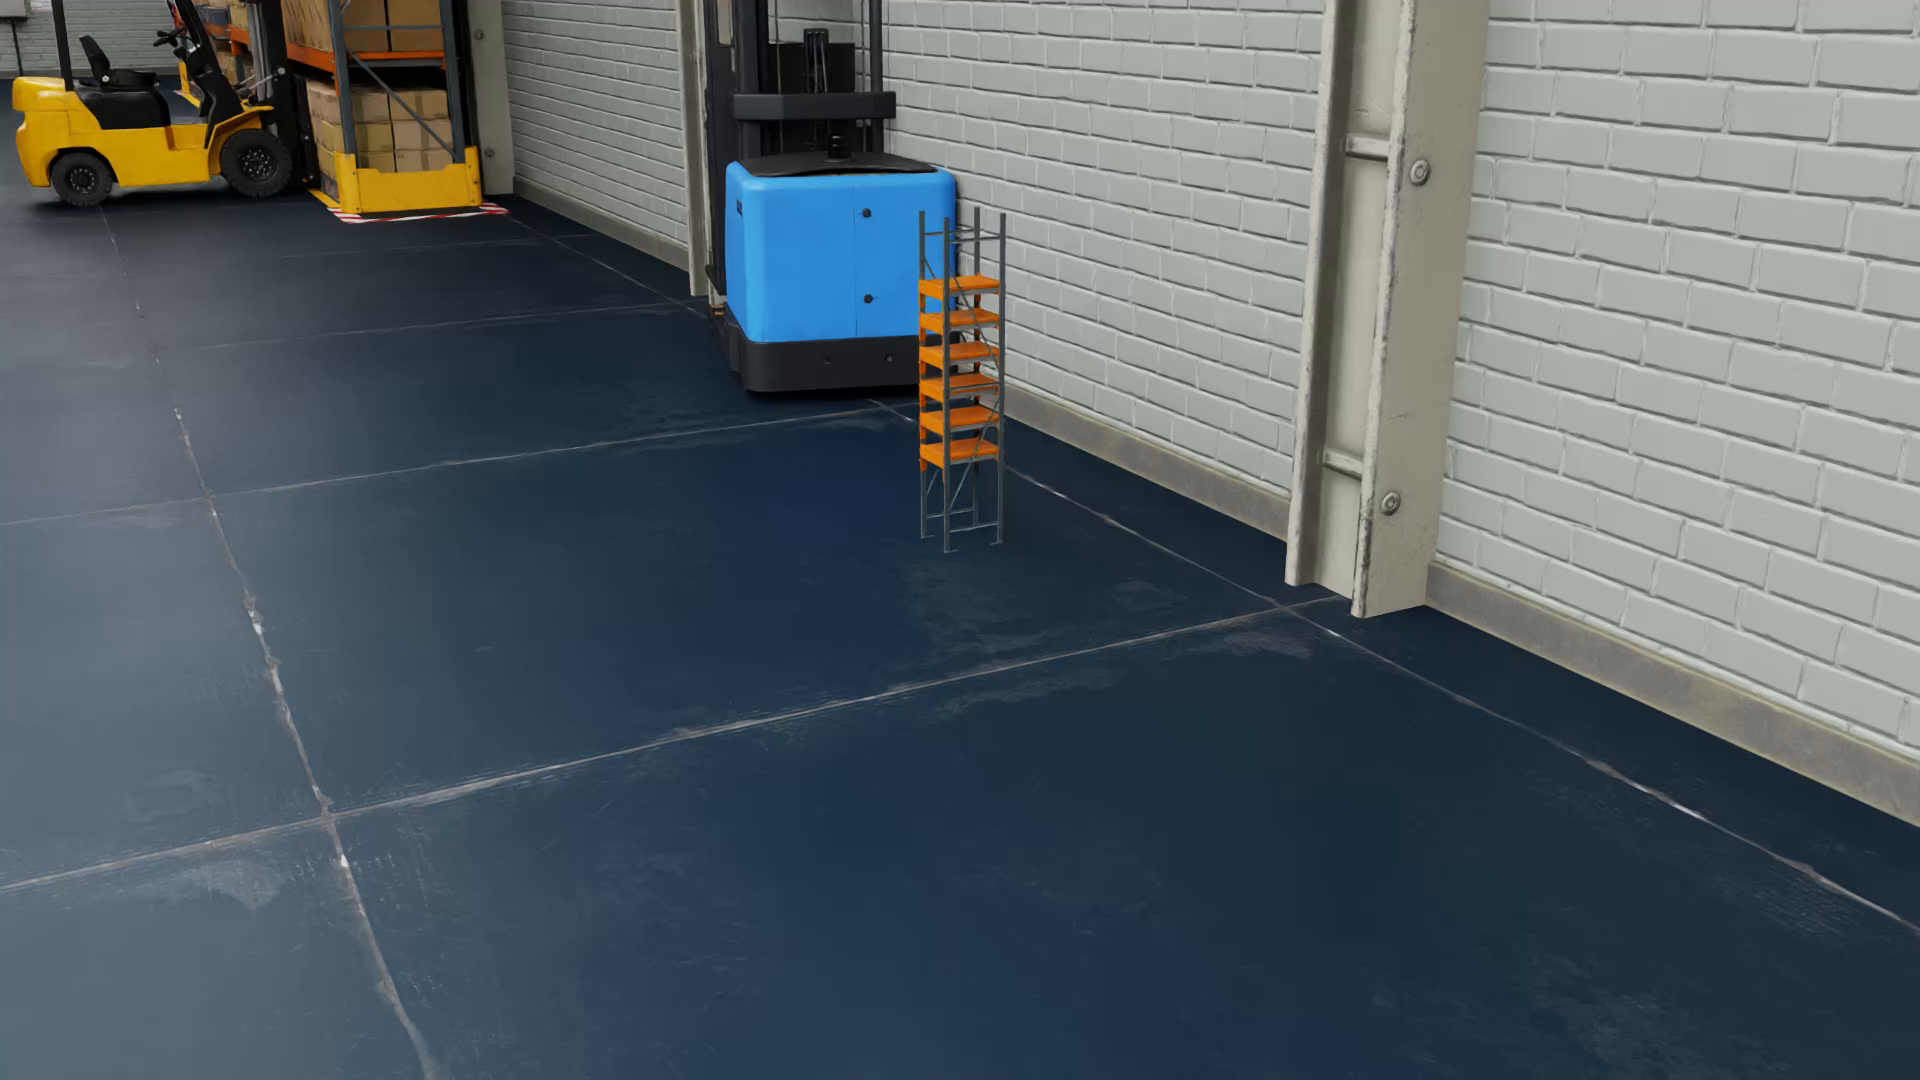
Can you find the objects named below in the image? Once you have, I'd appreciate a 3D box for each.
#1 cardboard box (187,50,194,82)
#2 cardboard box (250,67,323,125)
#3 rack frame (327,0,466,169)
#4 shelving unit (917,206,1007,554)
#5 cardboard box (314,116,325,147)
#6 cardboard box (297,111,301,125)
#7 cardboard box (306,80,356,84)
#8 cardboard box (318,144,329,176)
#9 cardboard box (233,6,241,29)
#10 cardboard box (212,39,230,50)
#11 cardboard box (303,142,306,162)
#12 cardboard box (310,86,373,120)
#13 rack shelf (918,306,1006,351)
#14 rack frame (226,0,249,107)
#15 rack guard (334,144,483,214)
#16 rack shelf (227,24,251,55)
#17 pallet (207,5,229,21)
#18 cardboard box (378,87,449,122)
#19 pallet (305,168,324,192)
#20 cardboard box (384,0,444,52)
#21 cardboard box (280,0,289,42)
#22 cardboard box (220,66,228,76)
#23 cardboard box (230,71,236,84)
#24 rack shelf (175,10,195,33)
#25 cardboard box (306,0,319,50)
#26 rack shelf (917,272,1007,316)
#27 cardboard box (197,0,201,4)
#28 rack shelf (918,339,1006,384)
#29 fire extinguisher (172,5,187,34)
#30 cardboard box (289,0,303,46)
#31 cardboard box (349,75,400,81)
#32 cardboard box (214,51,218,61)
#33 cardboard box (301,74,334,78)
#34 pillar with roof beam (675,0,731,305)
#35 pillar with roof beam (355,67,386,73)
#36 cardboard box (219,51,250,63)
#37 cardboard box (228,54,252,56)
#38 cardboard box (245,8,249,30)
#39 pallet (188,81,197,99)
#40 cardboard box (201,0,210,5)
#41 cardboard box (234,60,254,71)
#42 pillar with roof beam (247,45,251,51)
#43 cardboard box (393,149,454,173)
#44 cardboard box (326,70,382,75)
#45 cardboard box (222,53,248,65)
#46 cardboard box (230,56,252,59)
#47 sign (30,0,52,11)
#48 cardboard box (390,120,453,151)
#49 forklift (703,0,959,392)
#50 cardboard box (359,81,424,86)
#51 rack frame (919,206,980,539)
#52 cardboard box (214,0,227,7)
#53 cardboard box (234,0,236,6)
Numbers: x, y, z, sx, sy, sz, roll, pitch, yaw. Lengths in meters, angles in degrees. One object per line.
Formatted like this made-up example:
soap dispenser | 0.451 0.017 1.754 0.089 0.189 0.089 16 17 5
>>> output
cardboard box | -12.210 -7.770 27.233 0.797 0.503 0.637 -11 22 -29
cardboard box | -8.016 -5.354 20.044 0.875 0.625 0.625 -9 21 -25
rack frame | -4.819 -4.349 14.135 1.000 3.000 0.127 -10 21 -27
shelving unit | 0.007 -0.563 5.924 0.258 1.200 0.189 -10 21 -27
cardboard box | -5.554 -3.721 15.120 0.500 0.250 0.500 -10 22 -27
cardboard box | -6.052 -4.010 15.958 0.500 0.250 0.500 -10 21 -27
cardboard box | -6.042 -4.239 15.858 0.500 0.250 0.500 -10 22 -28
cardboard box | -5.548 -3.478 15.182 0.500 0.250 0.500 -10 21 -27
cardboard box | -8.388 -6.264 19.916 0.500 0.250 0.500 -10 22 -28
cardboard box | -10.528 -7.123 23.913 0.380 0.149 0.250 -10 22 -28
cardboard box | -6.044 -3.768 16.025 0.500 0.250 0.500 -9 21 -25
cardboard box | -5.560 -3.950 15.017 0.500 0.250 0.500 -10 21 -26
rack shelf | 0.007 -0.748 5.860 0.258 0.103 0.180 -10 21 -27
rack frame | -8.618 -6.645 20.791 1.000 3.000 0.127 -10 21 -27
rack guard | -4.808 -3.160 14.523 1.175 0.500 0.348 -10 21 -27
rack shelf | -7.668 -5.731 19.244 1.077 0.370 4.000 -10 21 -27
pallet | -9.545 -7.112 22.438 1.003 0.211 1.213 -10 21 -27
cardboard box | -4.881 -3.887 14.837 0.500 0.250 0.500 -10 22 -27
pallet | -5.794 -3.593 16.221 1.003 0.211 1.213 -10 21 -27
cardboard box | -4.810 -4.581 14.656 0.500 0.500 0.500 -9 21 -25
cardboard box | -6.476 -5.229 16.534 0.500 0.500 0.500 -10 21 -26
cardboard box | -9.750 -6.191 22.664 0.500 0.500 0.500 -11 22 -29
cardboard box | -9.236 -5.895 21.806 0.500 0.500 0.500 -10 22 -27
rack shelf | -11.467 -8.027 25.899 1.077 0.370 4.000 -10 21 -27
cardboard box | -5.522 -4.647 14.846 0.500 0.500 0.500 -9 21 -25
rack shelf | 0.007 -0.861 5.821 0.258 0.103 0.180 -10 21 -27
cardboard box | -10.239 -7.717 23.100 0.700 0.500 0.500 -10 21 -26
rack shelf | 0.007 -0.634 5.899 0.258 0.103 0.180 -10 21 -27
fire extinguisher | -12.893 -8.699 27.434 0.296 0.674 0.183 -10 21 -27
cardboard box | -6.014 -4.937 15.686 0.500 0.500 0.500 -10 21 -26
cardboard box | -5.832 -4.467 16.516 0.500 0.250 0.500 -10 21 -26
cardboard box | -10.581 -6.973 23.934 0.380 0.149 0.250 -9 21 -24
cardboard box | -6.531 -4.532 16.707 0.500 0.250 0.500 -10 21 -27
pillar with roof beam | -5.296 -5.135 7.216 9.100 9.000 0.400 -10 21 -27
pillar with roof beam | -10.994 -8.580 17.200 9.100 9.000 0.400 -10 21 -27
cardboard box | -10.250 -6.833 23.530 0.380 0.149 0.250 -11 22 -29
cardboard box | -9.752 -6.535 22.664 0.380 0.149 0.250 -10 21 -26
cardboard box | -7.892 -5.968 19.058 0.500 0.250 0.500 -9 21 -25
pallet | -12.001 -7.373 27.175 1.003 0.211 1.213 -10 21 -27
cardboard box | -9.866 -7.492 22.447 0.700 0.500 0.500 -10 21 -27
cardboard box | -9.075 -6.071 21.321 0.380 0.149 0.250 -11 22 -29
pillar with roof beam | -16.693 -12.024 27.183 9.100 9.000 0.400 -10 21 -27
cardboard box | -4.880 -3.419 15.012 0.500 0.250 0.500 -10 21 -26
cardboard box | -6.315 -4.757 17.357 0.500 0.250 0.500 -10 21 -26
cardboard box | -10.022 -6.679 23.083 0.380 0.149 0.250 -10 21 -27
cardboard box | -9.523 -6.382 22.221 0.380 0.149 0.250 -10 22 -27
sign | -17.227 -10.161 31.126 0.329 0.494 0.001 -10 21 -27
cardboard box | -4.859 -3.651 14.918 0.500 0.250 0.500 -10 21 -26
forklift | -0.846 -2.537 8.991 1.130 2.935 3.031 -4 20 -13
cardboard box | -5.349 -4.175 15.672 0.500 0.250 0.500 -10 21 -27
rack frame | -0.037 -0.589 6.000 0.240 1.200 0.006 -10 21 -27
cardboard box | -9.267 -6.854 21.137 0.380 0.149 0.250 -10 21 -26
cardboard box | -8.385 -6.501 19.838 0.500 0.250 0.500 -9 21 -25
